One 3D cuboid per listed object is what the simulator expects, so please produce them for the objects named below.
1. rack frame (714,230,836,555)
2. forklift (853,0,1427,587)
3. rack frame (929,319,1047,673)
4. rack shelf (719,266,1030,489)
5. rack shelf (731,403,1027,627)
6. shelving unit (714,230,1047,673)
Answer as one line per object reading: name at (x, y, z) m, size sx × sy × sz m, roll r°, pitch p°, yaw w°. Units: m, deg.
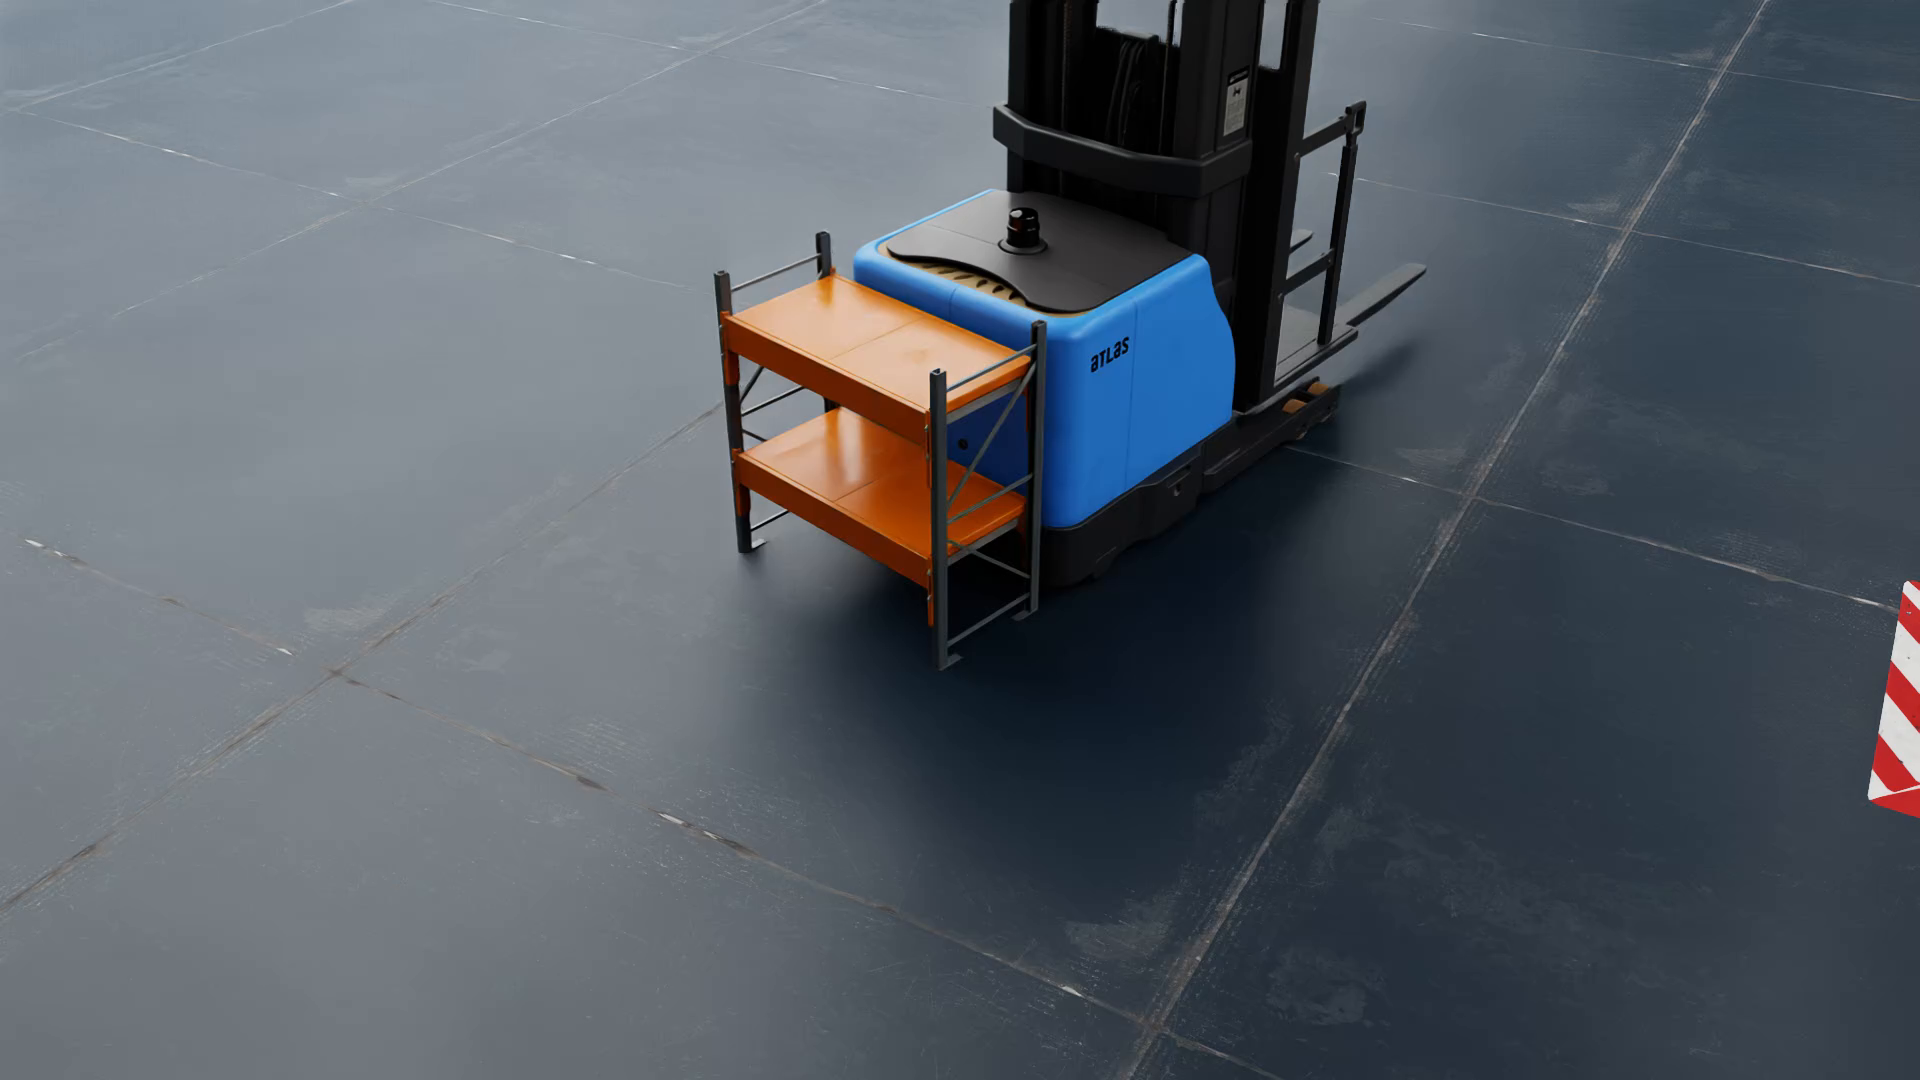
rack frame at (-0.640, -0.519, 6.015) m, size 0.032 × 1.125 × 0.500 m, roll 28°, pitch 43°, yaw 35°
forklift at (0.945, -1.797, 6.304) m, size 1.130 × 2.935 × 3.031 m, roll 25°, pitch 41°, yaw 33°
rack frame at (0.092, -0.128, 5.428) m, size 0.032 × 1.125 × 0.500 m, roll 28°, pitch 43°, yaw 35°
rack shelf at (-0.274, -0.567, 5.559) m, size 1.000 × 0.278 × 0.538 m, roll 28°, pitch 43°, yaw 35°
rack shelf at (-0.274, -0.120, 5.857) m, size 1.000 × 0.278 × 0.538 m, roll 28°, pitch 43°, yaw 35°
shelving unit at (-0.274, -0.324, 5.721) m, size 1.048 × 1.125 × 0.538 m, roll 28°, pitch 43°, yaw 35°
